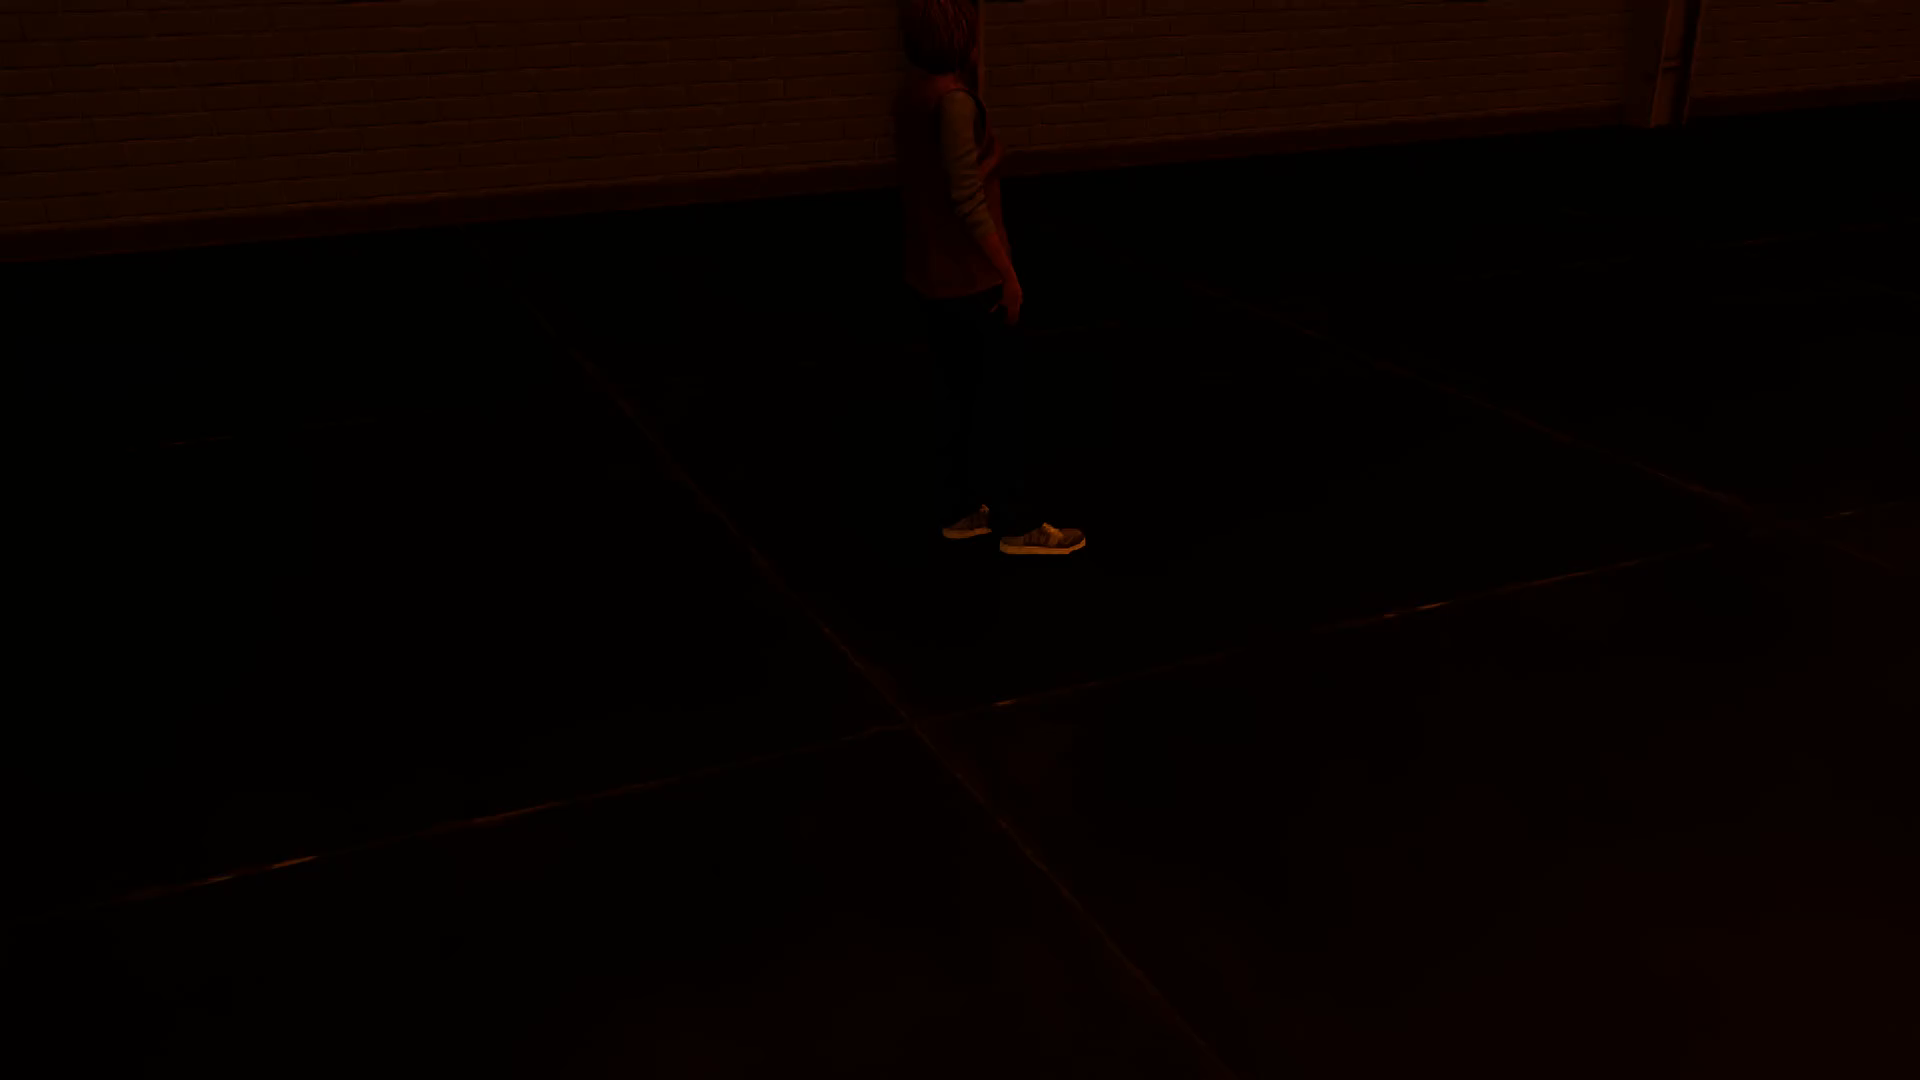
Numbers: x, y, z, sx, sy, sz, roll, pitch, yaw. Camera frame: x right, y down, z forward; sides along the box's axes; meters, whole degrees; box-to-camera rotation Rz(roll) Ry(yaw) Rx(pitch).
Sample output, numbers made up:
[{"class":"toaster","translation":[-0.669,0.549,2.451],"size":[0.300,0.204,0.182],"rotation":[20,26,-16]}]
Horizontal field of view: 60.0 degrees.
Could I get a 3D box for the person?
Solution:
[{"class":"person","translation":[0.073,-0.751,4.815],"size":[0.474,1.597,0.520],"rotation":[-10,25,-23]}]
